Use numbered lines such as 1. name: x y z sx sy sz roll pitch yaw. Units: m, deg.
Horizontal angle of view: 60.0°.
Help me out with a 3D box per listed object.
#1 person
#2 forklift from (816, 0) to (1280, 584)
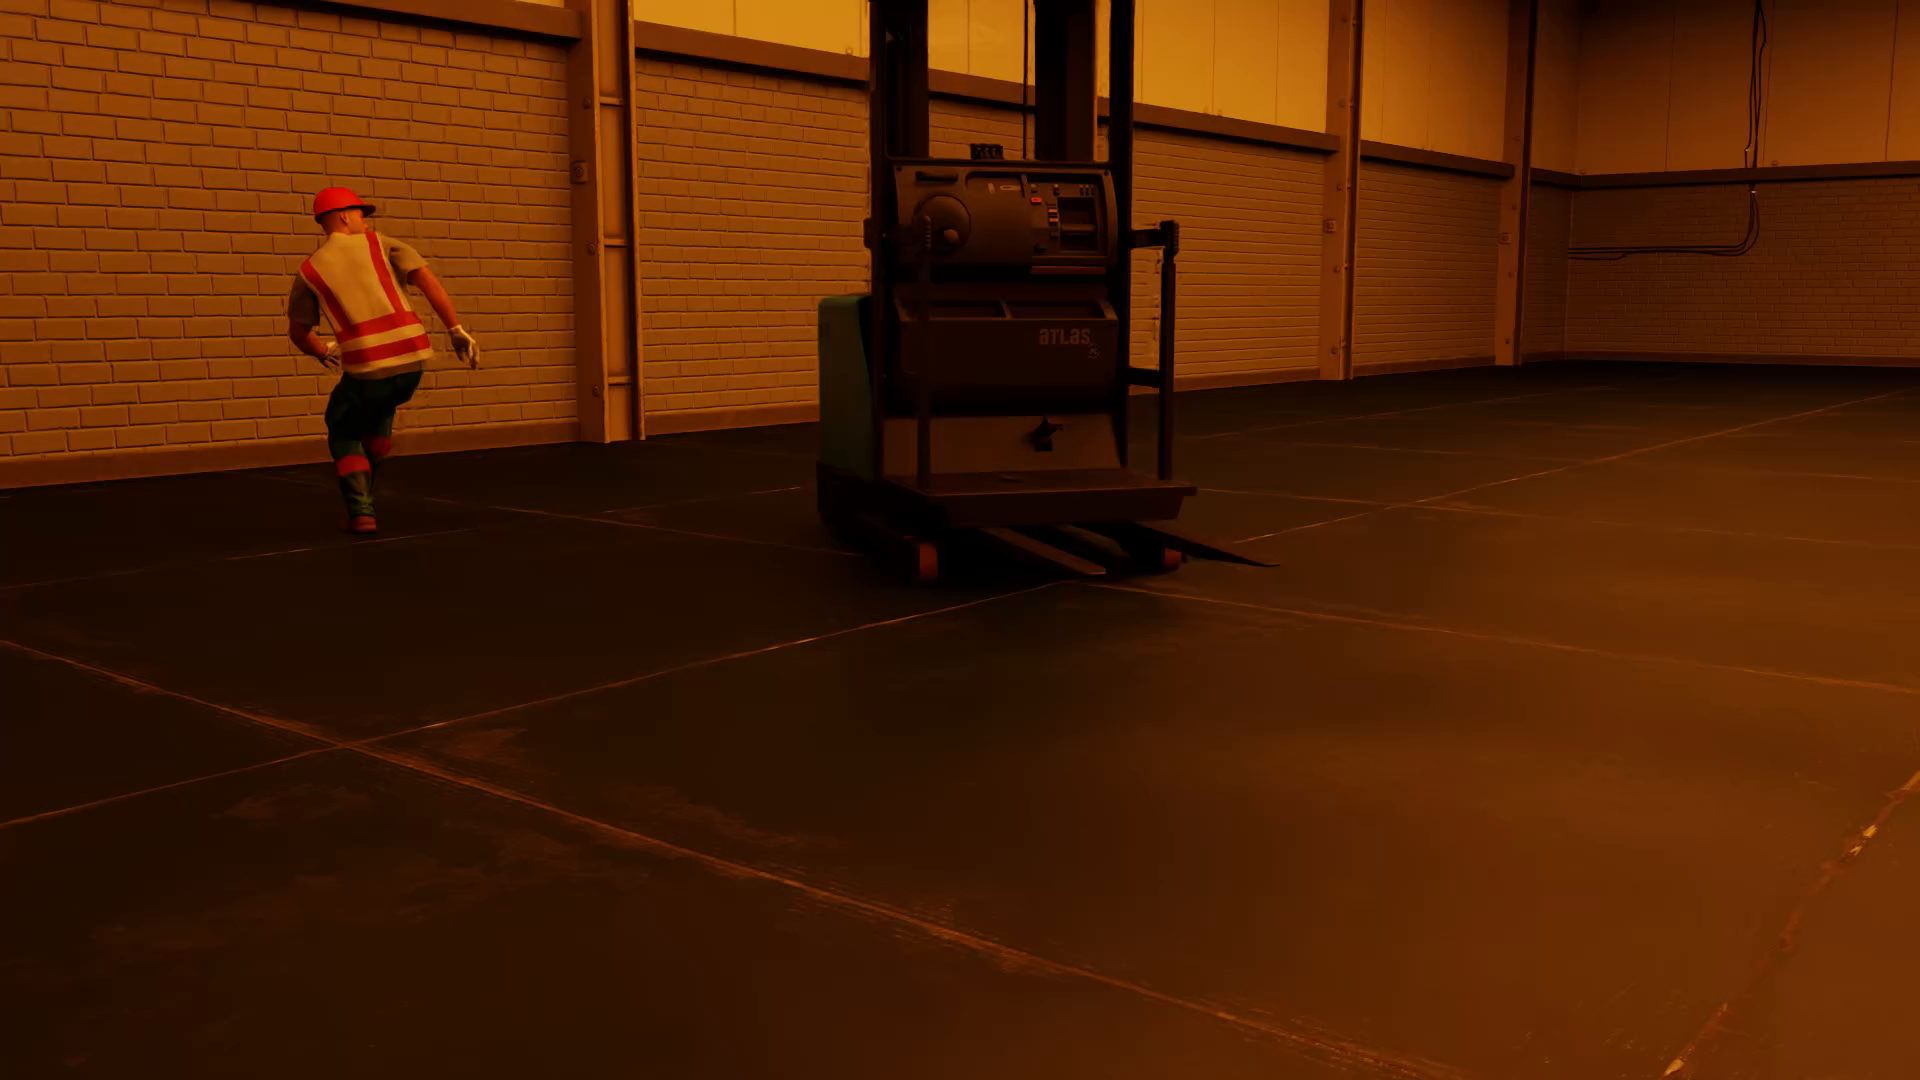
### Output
1. person: -2.741 -0.855 7.851 0.779 1.587 0.811 -4 9 -28
2. forklift: 0.253 -1.347 6.486 1.130 2.935 3.031 -3 9 -17
